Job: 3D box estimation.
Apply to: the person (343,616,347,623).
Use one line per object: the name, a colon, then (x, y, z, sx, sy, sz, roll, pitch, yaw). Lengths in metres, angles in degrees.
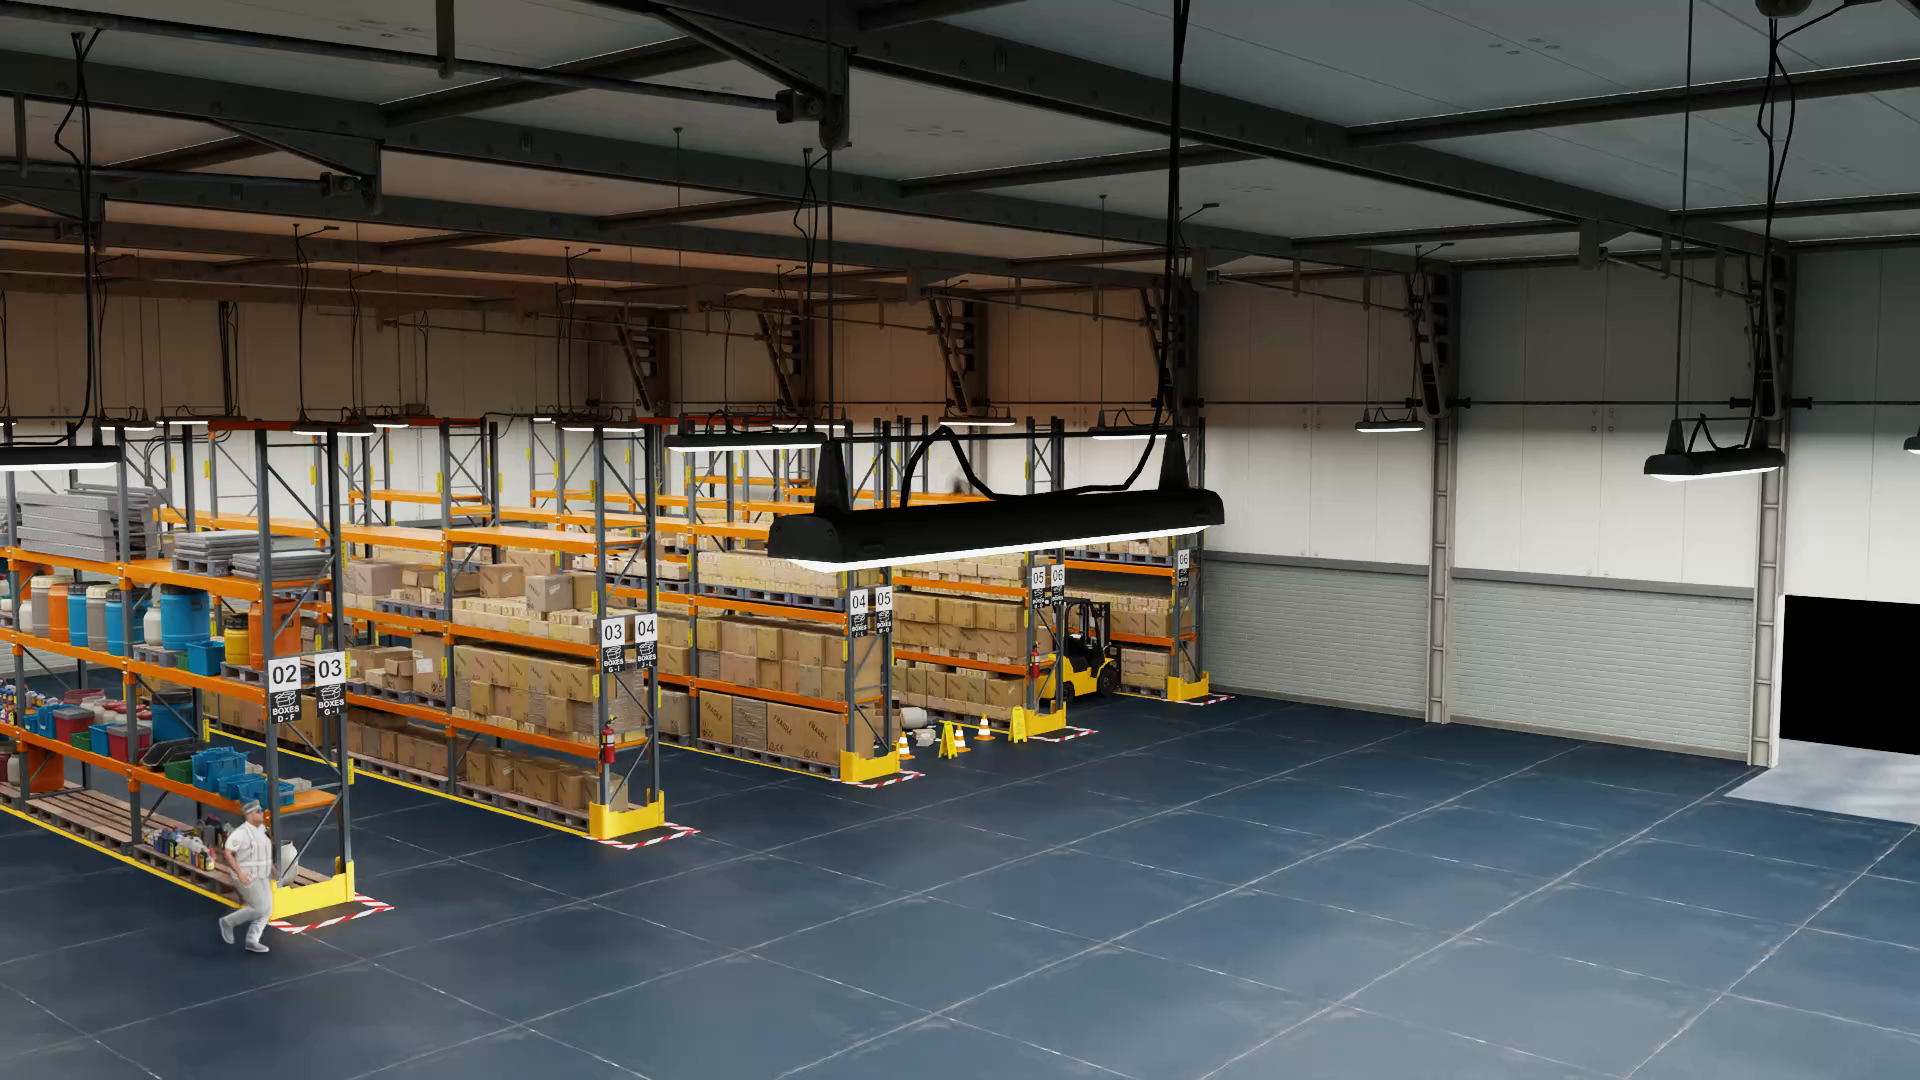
person: (-13.466, 2.485, 36.100, 0.597, 1.721, 0.649, 4, 6, 40)

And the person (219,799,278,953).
person: (-8.214, 3.873, 19.318, 0.583, 1.710, 0.698, 1, 5, 7)
